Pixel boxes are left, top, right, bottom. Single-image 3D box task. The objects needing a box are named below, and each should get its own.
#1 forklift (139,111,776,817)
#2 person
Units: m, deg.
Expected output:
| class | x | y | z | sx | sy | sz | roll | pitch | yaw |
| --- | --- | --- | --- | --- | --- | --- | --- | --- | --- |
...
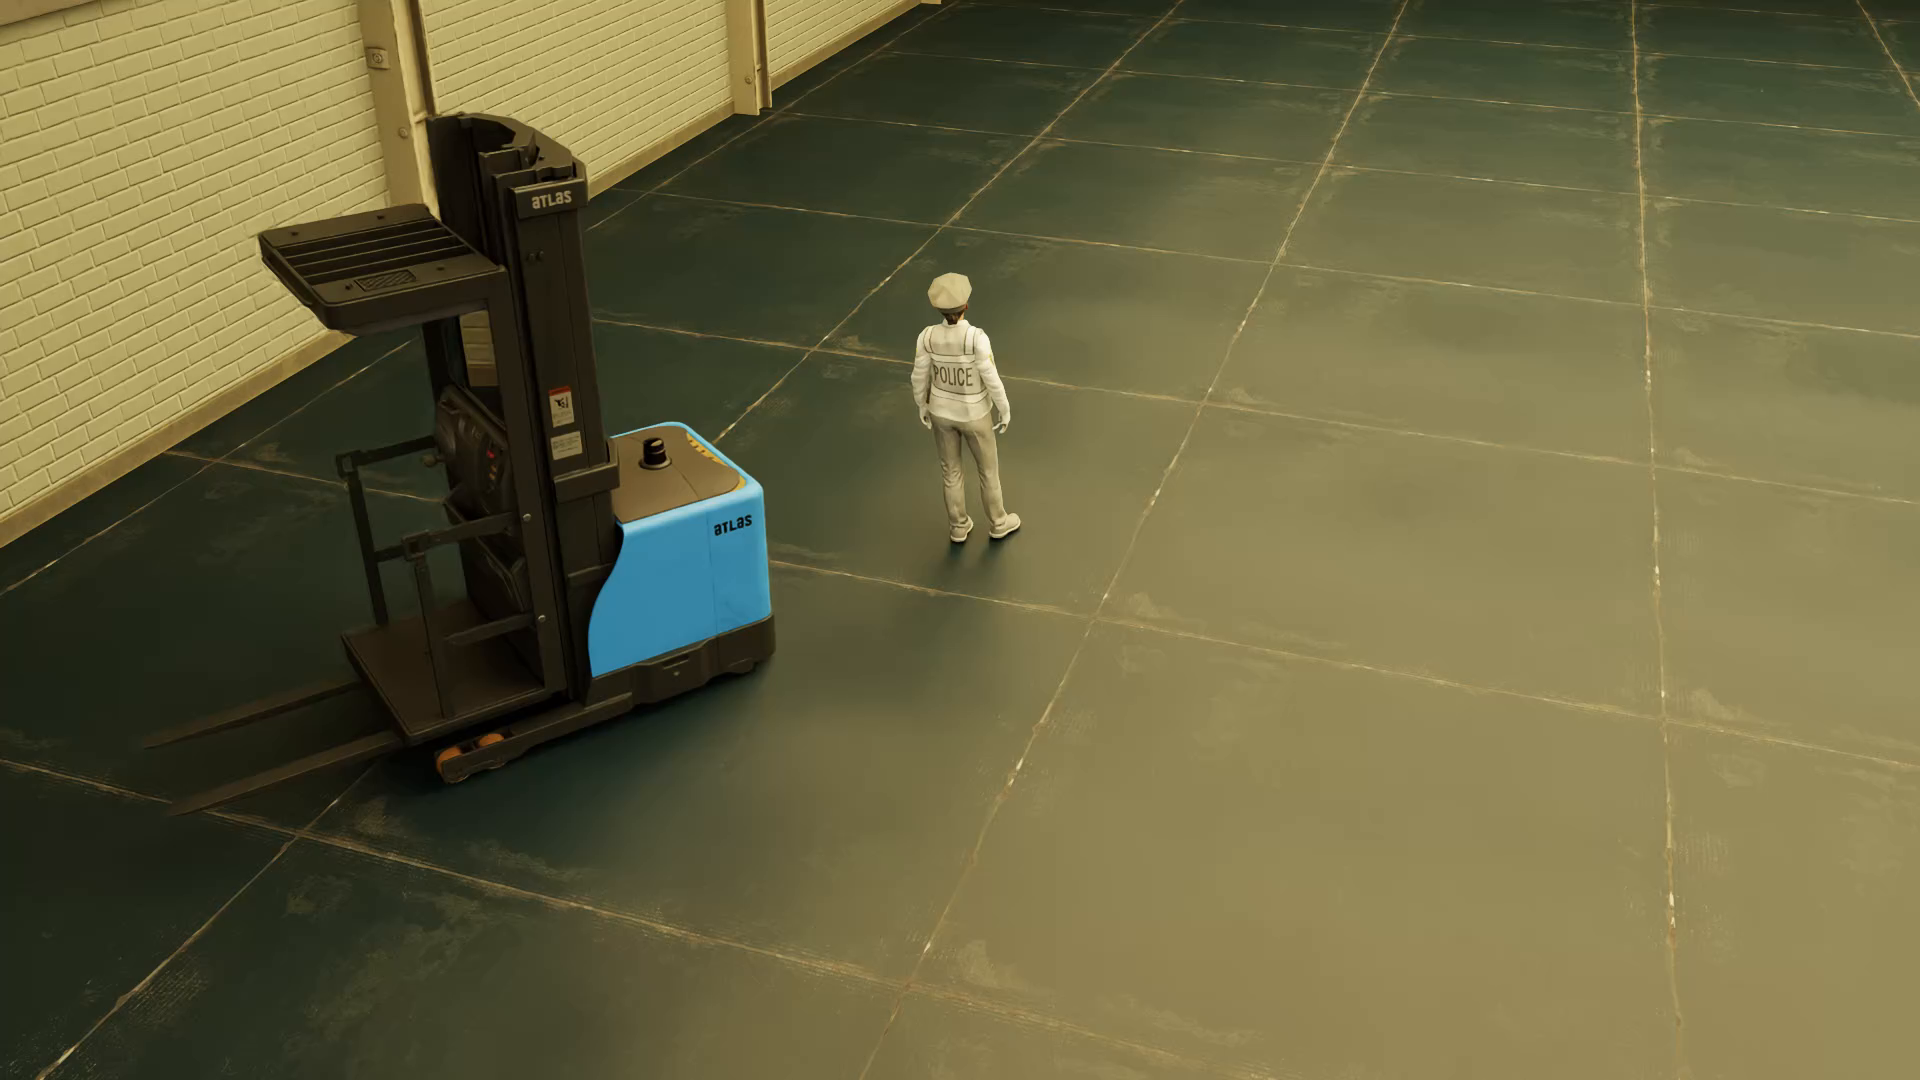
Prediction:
| class | x | y | z | sx | sy | sz | roll | pitch | yaw |
| --- | --- | --- | --- | --- | --- | --- | --- | --- | --- |
| forklift | -2.490 | -0.400 | 7.837 | 3.031 | 2.935 | 1.130 | -19 | 35 | -29 |
| person | 0.028 | -0.773 | 9.726 | 0.588 | 1.696 | 0.533 | 10 | 31 | 16 |
